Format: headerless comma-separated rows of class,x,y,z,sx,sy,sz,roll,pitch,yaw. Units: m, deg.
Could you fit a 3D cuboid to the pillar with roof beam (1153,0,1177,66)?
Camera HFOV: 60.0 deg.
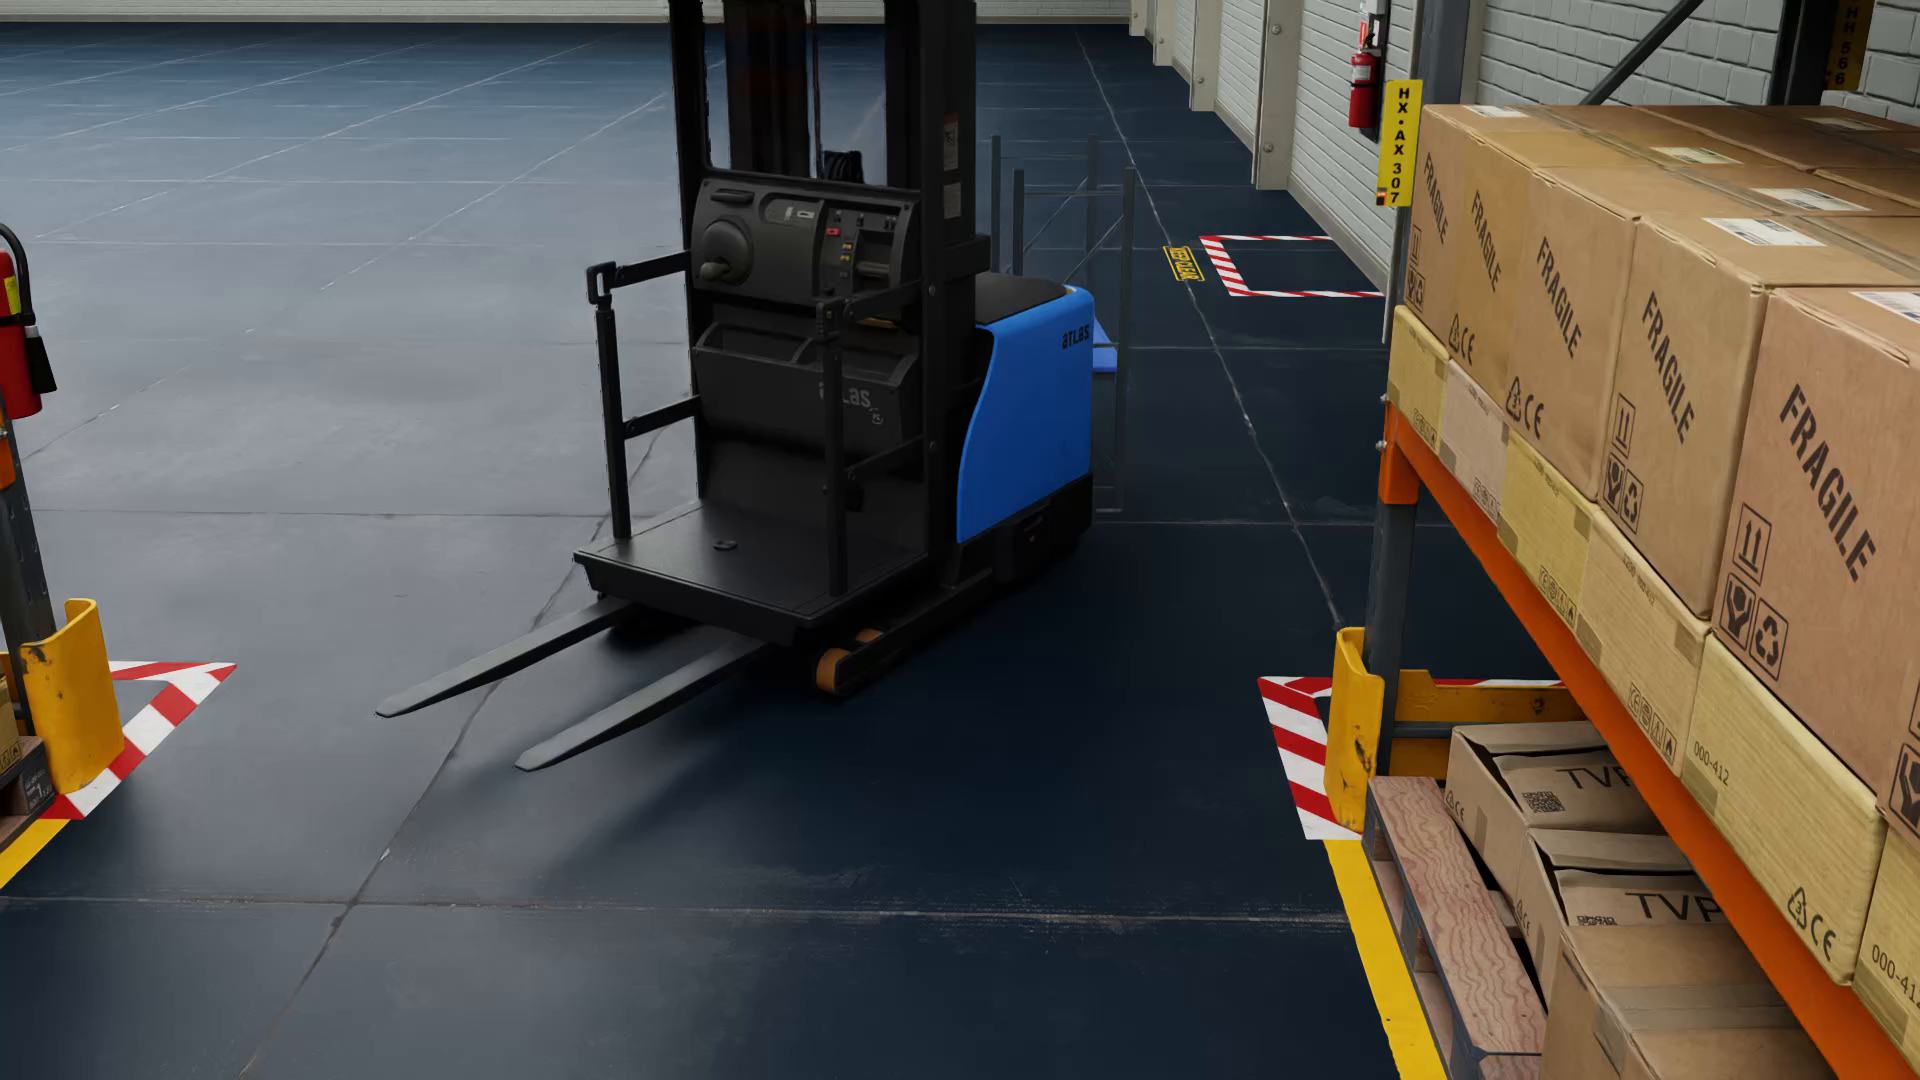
pillar with roof beam,-1.031,-11.891,25.235,9.100,9.000,0.400,1,21,2

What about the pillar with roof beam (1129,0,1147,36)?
pillar with roof beam,-0.848,-14.060,30.826,9.100,9.000,0.400,1,21,2

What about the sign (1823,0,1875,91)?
sign,2.253,-1.306,4.209,0.100,0.325,0.005,1,21,2

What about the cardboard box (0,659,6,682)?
cardboard box,-2.972,0.249,4.425,0.500,0.500,0.500,1,21,2

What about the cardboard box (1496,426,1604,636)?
cardboard box,1.344,-0.026,3.129,0.500,0.250,0.500,0,21,1

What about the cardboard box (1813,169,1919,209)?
cardboard box,1.860,-0.379,3.002,0.500,0.500,0.500,0,21,0

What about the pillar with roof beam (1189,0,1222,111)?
pillar with roof beam,-1.213,-9.722,19.644,9.100,9.000,0.400,1,21,2

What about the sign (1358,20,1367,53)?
sign,2.958,-3.647,12.232,0.001,0.329,0.234,1,21,2

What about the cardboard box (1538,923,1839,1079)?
cardboard box,1.498,1.048,3.027,0.700,0.500,0.500,-1,21,-2

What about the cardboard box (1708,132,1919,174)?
cardboard box,1.872,-0.566,3.484,0.500,0.500,0.500,1,21,2

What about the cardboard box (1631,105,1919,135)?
cardboard box,1.897,-0.748,3.953,0.500,0.500,0.500,0,21,1

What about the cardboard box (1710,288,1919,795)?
cardboard box,1.318,-0.011,2.054,0.500,0.500,0.500,0,21,0

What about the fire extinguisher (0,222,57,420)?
fire extinguisher,-2.785,-0.686,4.758,0.296,0.674,0.183,1,21,2

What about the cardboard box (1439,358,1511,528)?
cardboard box,1.365,-0.210,3.604,0.500,0.250,0.500,0,21,0

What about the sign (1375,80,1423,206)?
sign,1.156,-1.041,4.369,0.100,0.325,0.005,1,21,2

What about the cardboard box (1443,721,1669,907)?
cardboard box,1.588,0.666,4.275,0.500,0.311,0.500,-2,21,-4

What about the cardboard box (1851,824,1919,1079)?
cardboard box,1.312,0.520,1.721,0.500,0.250,0.500,1,21,2

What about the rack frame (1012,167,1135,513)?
rack frame,0.467,-0.822,7.074,0.500,1.500,0.032,-1,21,-4

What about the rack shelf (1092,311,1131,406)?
rack shelf,0.431,-0.838,7.612,0.538,0.185,1.000,-1,21,-4

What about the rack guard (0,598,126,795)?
rack guard,-3.252,0.472,5.122,1.175,0.500,0.348,1,21,2

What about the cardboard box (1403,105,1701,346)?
cardboard box,1.384,-0.751,3.962,0.500,0.500,0.500,1,21,2

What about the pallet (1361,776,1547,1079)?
pallet,1.636,0.989,4.188,1.003,0.211,1.213,1,21,2

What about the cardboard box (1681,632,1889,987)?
cardboard box,1.312,0.338,2.190,0.500,0.250,0.500,1,21,1

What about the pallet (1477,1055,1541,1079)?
pallet,1.597,1.429,3.054,1.003,0.211,1.213,1,21,2

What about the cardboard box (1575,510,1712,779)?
cardboard box,1.326,0.157,2.658,0.500,0.250,0.500,1,21,2

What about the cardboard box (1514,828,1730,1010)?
cardboard box,1.571,0.872,3.744,0.500,0.311,0.500,2,21,6

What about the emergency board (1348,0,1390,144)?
emergency board,2.838,-3.432,11.726,0.194,1.169,0.643,1,21,2

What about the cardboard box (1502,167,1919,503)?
cardboard box,1.337,-0.386,3.020,0.500,0.500,0.500,0,21,0

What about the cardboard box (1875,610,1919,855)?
cardboard box,1.292,0.171,1.585,0.500,0.500,0.500,1,21,1

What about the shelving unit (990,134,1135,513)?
shelving unit,0.431,-1.005,7.546,0.538,1.500,1.048,-1,21,-4

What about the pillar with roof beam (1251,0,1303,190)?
pillar with roof beam,-1.396,-7.552,14.053,9.100,9.000,0.400,1,21,2

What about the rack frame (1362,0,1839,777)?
rack frame,1.699,-0.632,4.510,1.000,3.000,0.127,1,21,2

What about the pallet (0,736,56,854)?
pallet,-3.234,0.892,4.438,1.003,0.211,1.213,1,21,2

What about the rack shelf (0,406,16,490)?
rack shelf,-3.314,0.374,2.914,1.077,0.370,4.000,1,21,2

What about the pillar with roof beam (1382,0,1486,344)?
pillar with roof beam,-1.578,-5.383,8.462,9.100,9.000,0.400,1,21,2

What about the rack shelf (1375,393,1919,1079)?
rack shelf,1.638,0.427,2.777,1.077,0.370,4.000,1,21,2

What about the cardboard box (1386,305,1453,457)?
cardboard box,1.367,-0.398,4.088,0.500,0.250,0.500,0,21,0

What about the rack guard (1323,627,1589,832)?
rack guard,1.697,0.561,4.892,1.175,0.500,0.348,1,21,2

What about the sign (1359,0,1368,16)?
sign,2.949,-3.893,12.132,0.001,0.109,0.331,1,21,2

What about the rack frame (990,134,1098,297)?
rack frame,0.395,-1.189,8.019,0.500,1.500,0.032,-1,21,-4

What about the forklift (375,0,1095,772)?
forklift,-0.674,-1.027,5.623,1.130,2.935,3.031,13,25,31

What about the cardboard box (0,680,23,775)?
cardboard box,-2.974,0.598,4.561,0.500,0.250,0.500,1,21,2

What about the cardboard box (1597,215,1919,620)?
cardboard box,1.333,-0.199,2.539,0.500,0.500,0.500,1,21,3

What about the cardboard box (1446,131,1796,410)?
cardboard box,1.359,-0.573,3.502,0.500,0.500,0.500,1,21,2

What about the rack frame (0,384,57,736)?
rack frame,-3.253,-0.685,4.647,1.000,3.000,0.127,1,21,2
